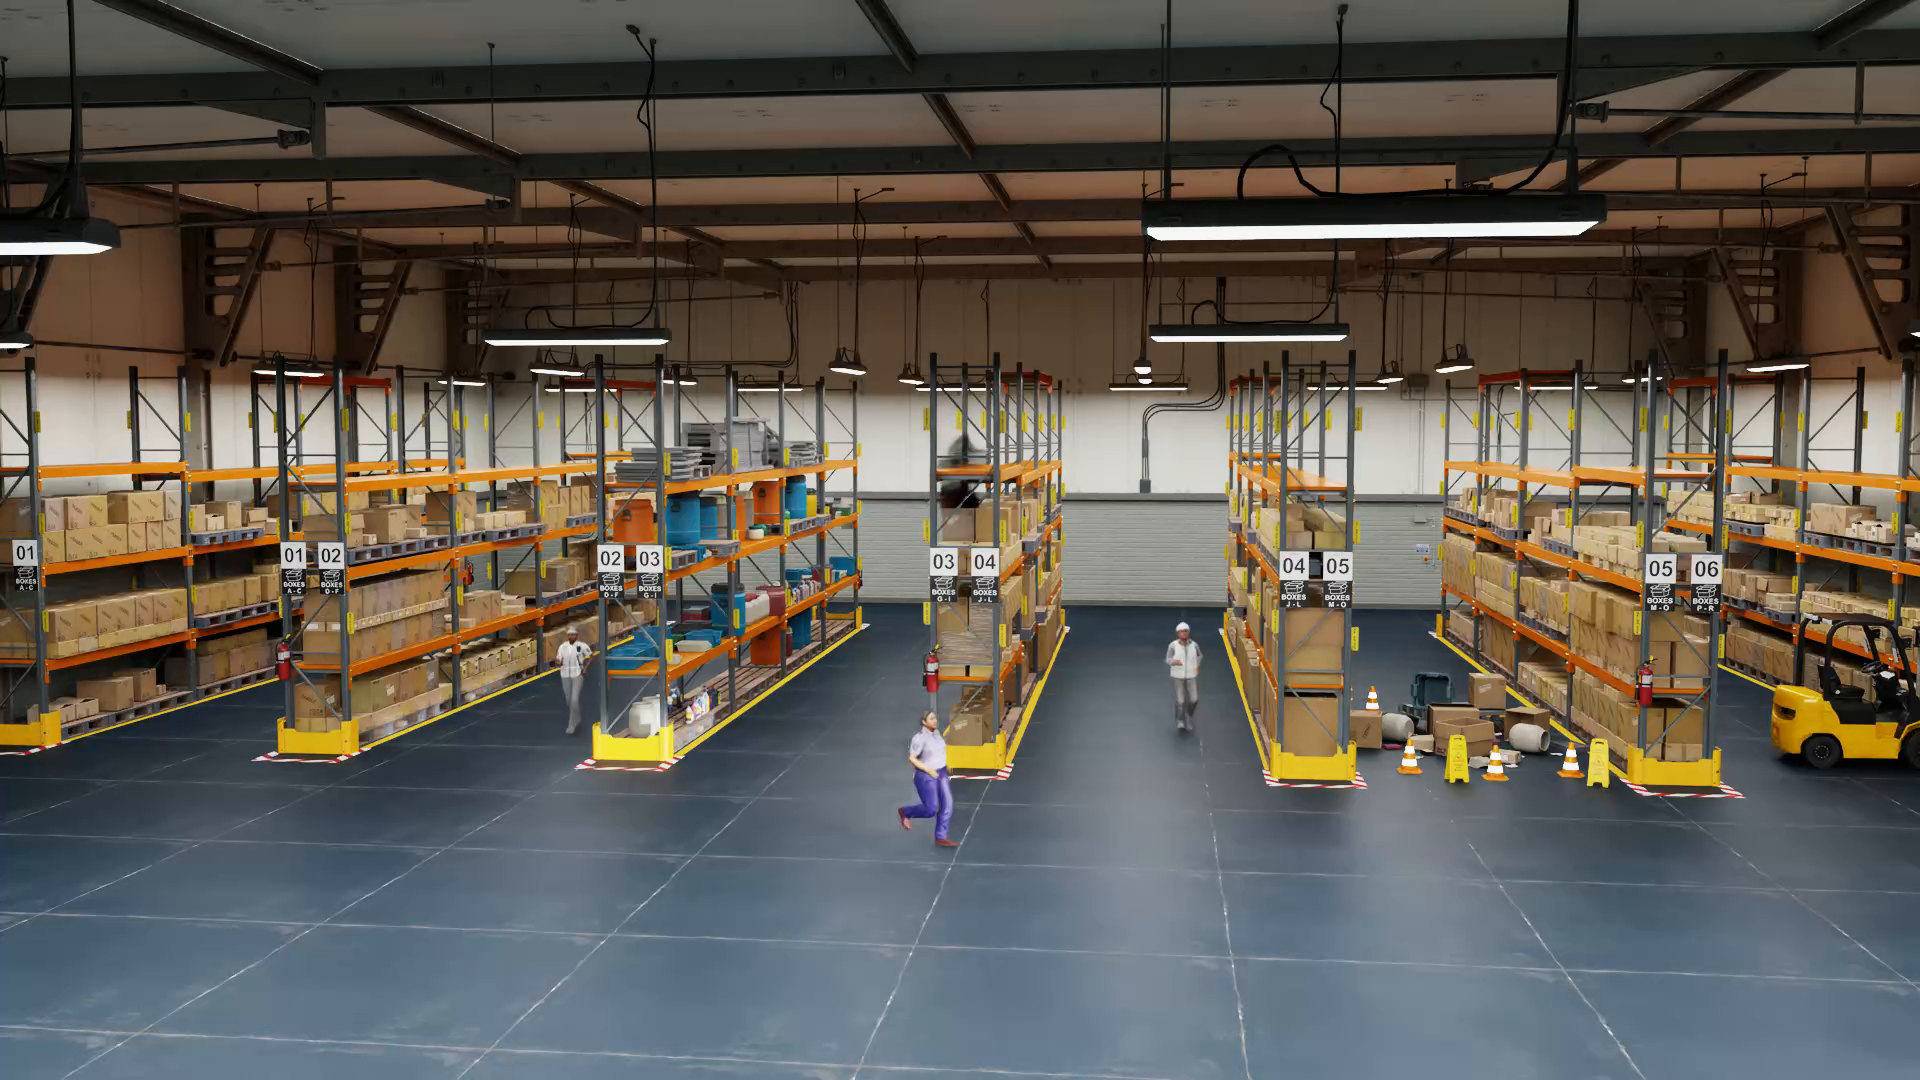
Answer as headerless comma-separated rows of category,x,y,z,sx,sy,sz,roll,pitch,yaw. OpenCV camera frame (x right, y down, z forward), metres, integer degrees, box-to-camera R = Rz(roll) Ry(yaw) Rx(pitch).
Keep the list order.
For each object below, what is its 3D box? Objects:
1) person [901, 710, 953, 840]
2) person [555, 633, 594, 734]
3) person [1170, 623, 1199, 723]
person,-0.370,2.792,19.757,0.608,1.518,0.622,3,5,35
person,-6.266,2.245,26.928,0.581,1.659,0.876,0,4,5
person,3.658,2.178,26.892,0.499,1.672,0.647,0,4,-3
